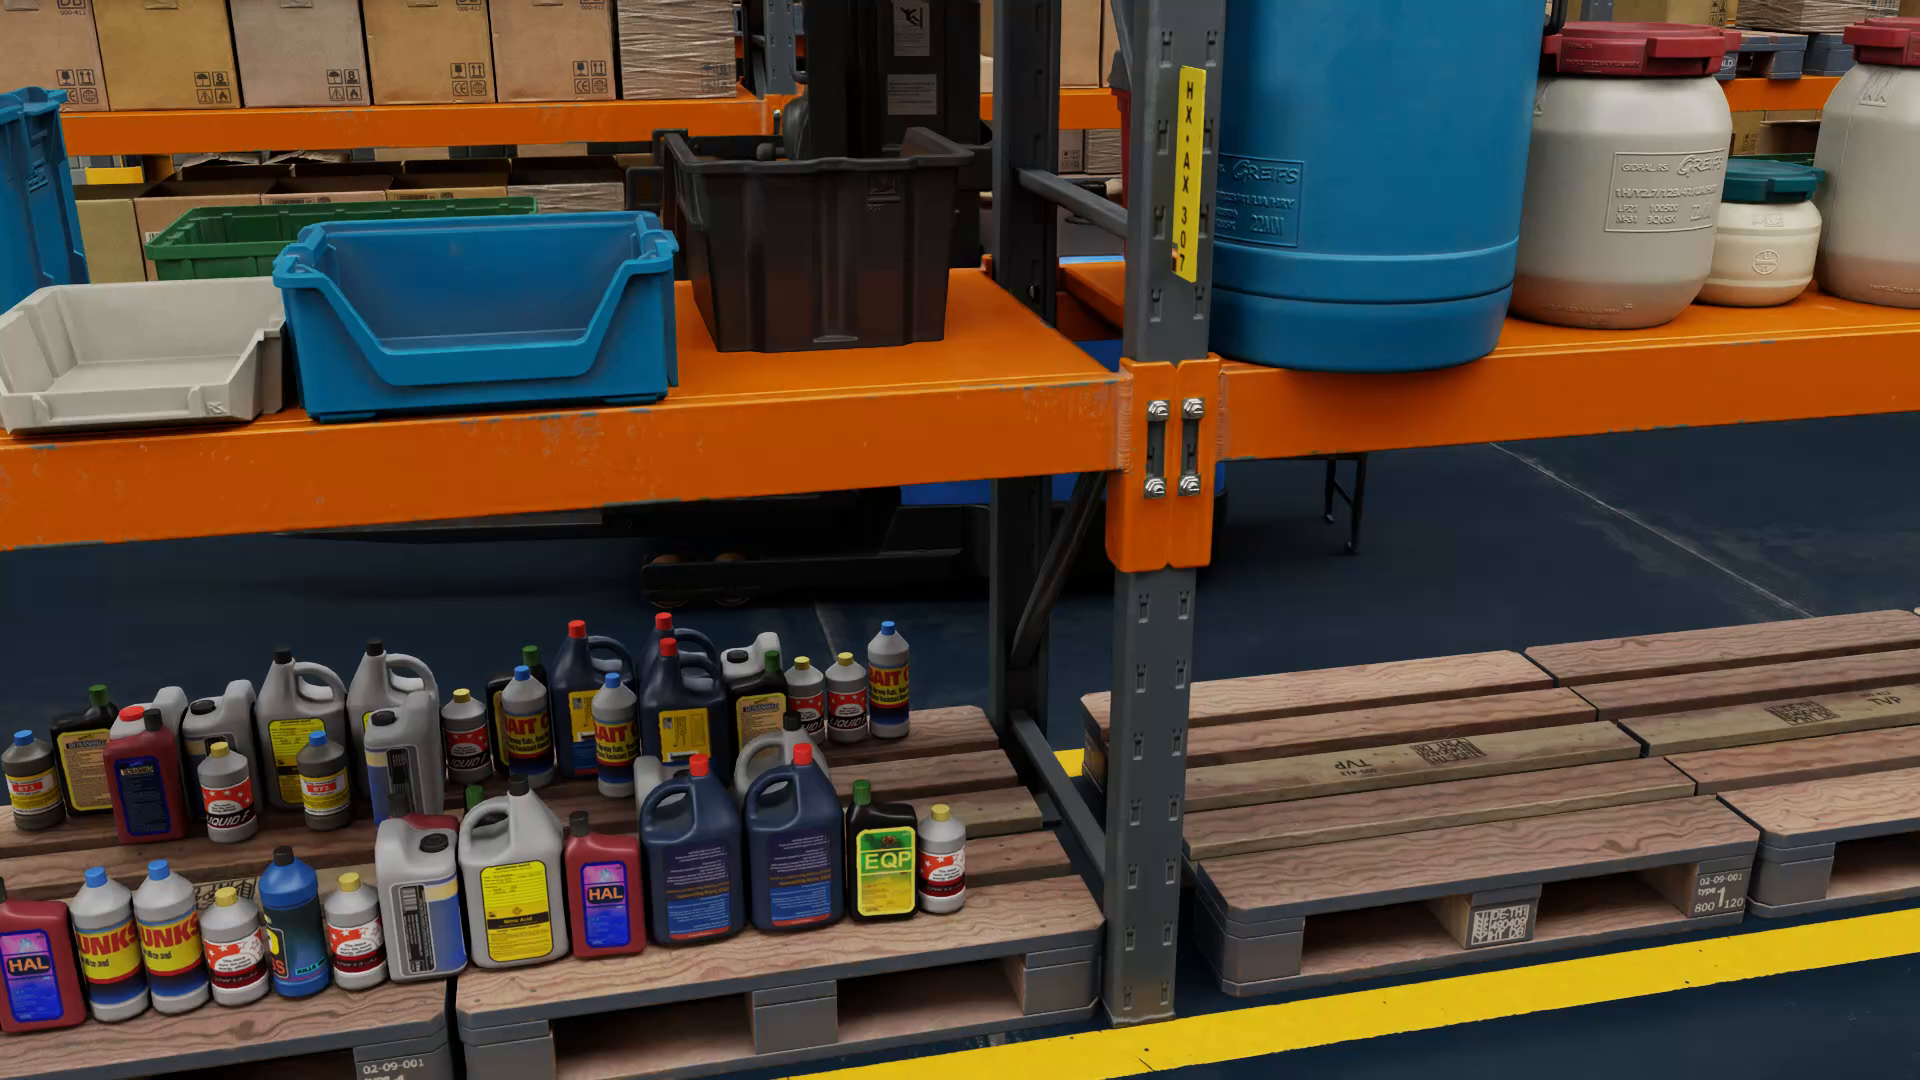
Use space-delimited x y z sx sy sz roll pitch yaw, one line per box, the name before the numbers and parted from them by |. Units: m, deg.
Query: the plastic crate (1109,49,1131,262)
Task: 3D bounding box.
plastic crate | 0.645 -0.802 3.551 0.583 0.464 0.402 -5 21 -12

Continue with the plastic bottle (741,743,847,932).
plastic bottle | -0.316 0.553 3.155 0.185 0.351 0.144 -5 21 -14

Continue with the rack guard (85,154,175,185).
rack guard | -5.854 -2.463 11.813 0.348 0.500 1.175 -5 21 -12

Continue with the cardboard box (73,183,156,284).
cardboard box | -3.725 -1.240 7.135 0.500 0.500 0.500 -5 21 -12

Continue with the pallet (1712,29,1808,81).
pallet | 3.644 -2.594 8.813 1.003 0.211 1.213 -5 21 -12

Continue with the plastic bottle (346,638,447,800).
plastic bottle | -1.234 0.379 3.630 0.185 0.351 0.144 -5 21 -13

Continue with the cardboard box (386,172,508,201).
cardboard box | -2.268 -1.362 7.468 0.500 0.500 0.500 -5 21 -12

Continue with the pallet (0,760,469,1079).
pallet | -1.609 0.815 3.284 1.213 0.211 1.003 -5 21 -12

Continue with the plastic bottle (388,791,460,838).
plastic bottle | -1.001 0.601 3.121 0.133 0.283 0.061 -5 21 -12

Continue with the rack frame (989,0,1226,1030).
rack frame | 0.244 -0.632 3.178 0.127 3.000 1.000 -5 21 -12

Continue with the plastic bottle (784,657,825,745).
plastic bottle | -0.365 0.370 3.871 0.097 0.201 0.097 0 20 0

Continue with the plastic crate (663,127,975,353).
plastic crate | -0.295 -0.604 3.192 0.504 0.338 0.767 -5 21 -12

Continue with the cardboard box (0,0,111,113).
cardboard box | -3.817 -2.096 7.031 0.500 0.500 0.700 -4 21 -11

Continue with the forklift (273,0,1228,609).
forklift | -0.684 -1.351 5.241 3.031 2.935 1.130 -2 20 -5

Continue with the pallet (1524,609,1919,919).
pallet | 2.189 0.505 4.130 1.213 0.211 1.003 -5 21 -12

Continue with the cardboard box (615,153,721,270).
cardboard box | -1.415 -1.616 8.163 0.500 0.500 0.500 -5 21 -12

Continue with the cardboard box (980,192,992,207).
cardboard box | -0.059 -1.631 8.477 0.500 0.311 0.500 -4 21 -11

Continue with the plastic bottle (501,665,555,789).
plastic bottle | -0.955 0.407 3.669 0.097 0.271 0.097 0 20 0

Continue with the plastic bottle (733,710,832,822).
plastic bottle | -0.349 0.505 3.287 0.185 0.351 0.144 -5 21 -12

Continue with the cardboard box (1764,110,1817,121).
cardboard box | 6.991 -3.668 14.490 0.500 0.500 0.700 -5 21 -13

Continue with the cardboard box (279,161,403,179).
cardboard box | -2.875 -1.497 7.837 0.500 0.500 0.500 -5 21 -12

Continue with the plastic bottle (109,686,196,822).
plastic bottle | -1.711 0.454 3.533 0.135 0.276 0.152 -4 21 -12

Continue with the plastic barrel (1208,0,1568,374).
plastic barrel | 0.690 -0.796 2.898 0.708 0.901 0.600 -5 21 -12

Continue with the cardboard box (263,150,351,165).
cardboard box | -4.679 -2.645 11.944 0.500 0.311 0.500 -3 20 -8

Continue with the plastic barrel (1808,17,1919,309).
plastic barrel | 1.940 -0.756 3.319 0.433 0.535 0.433 0 20 0

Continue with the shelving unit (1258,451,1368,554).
shelving unit | 1.115 -1.006 5.495 0.503 2.100 0.431 0 20 -2

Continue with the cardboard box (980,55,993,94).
cardboard box | 0.017 -2.174 7.753 0.250 0.149 0.380 -5 21 -12

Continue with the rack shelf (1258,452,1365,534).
rack shelf | 1.104 -0.336 5.742 0.480 0.518 0.431 0 20 -2

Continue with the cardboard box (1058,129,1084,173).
cardboard box | 0.640 -3.221 13.241 0.500 0.500 0.700 -5 21 -13

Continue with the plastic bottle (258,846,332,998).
plastic bottle | -1.184 0.669 2.954 0.097 0.271 0.097 0 20 0

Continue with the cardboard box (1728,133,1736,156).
cardboard box | 3.911 -2.150 9.227 0.500 0.250 0.500 -4 20 -10

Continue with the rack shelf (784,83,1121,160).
rack shelf | 1.054 -2.110 8.261 4.000 0.370 1.077 -5 21 -12

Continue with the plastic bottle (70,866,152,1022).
plastic bottle | -1.479 0.693 2.888 0.097 0.271 0.097 0 20 0

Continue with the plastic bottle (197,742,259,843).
plastic bottle | -1.529 0.519 3.466 0.097 0.201 0.097 0 20 0

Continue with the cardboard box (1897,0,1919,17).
cardboard box | 5.188 -3.007 8.906 0.500 0.500 0.700 -10 23 -26

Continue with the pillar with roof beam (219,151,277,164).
pillar with roof beam | -4.455 -5.352 7.342 0.400 9.000 9.100 -5 21 -12

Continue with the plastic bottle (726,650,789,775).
plastic bottle | -0.450 0.386 3.709 0.133 0.283 0.061 -5 21 -12

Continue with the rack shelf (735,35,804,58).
rack shelf | -0.089 -3.768 12.787 4.000 0.370 1.077 -5 21 -12

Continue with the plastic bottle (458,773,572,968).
plastic bottle | -0.817 0.594 3.044 0.185 0.351 0.144 -5 21 -13

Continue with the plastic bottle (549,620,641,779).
plastic bottle | -0.821 0.346 3.722 0.185 0.351 0.144 -6 21 -15

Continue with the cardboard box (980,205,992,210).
cardboard box | 0.056 -1.447 7.974 0.500 0.311 0.500 -5 21 -13

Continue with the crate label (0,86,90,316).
crate label | -1.920 -0.568 2.952 0.616 0.435 0.502 -5 21 -12

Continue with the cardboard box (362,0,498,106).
cardboard box | -2.323 -2.217 7.361 0.500 0.500 0.700 -4 21 -12
